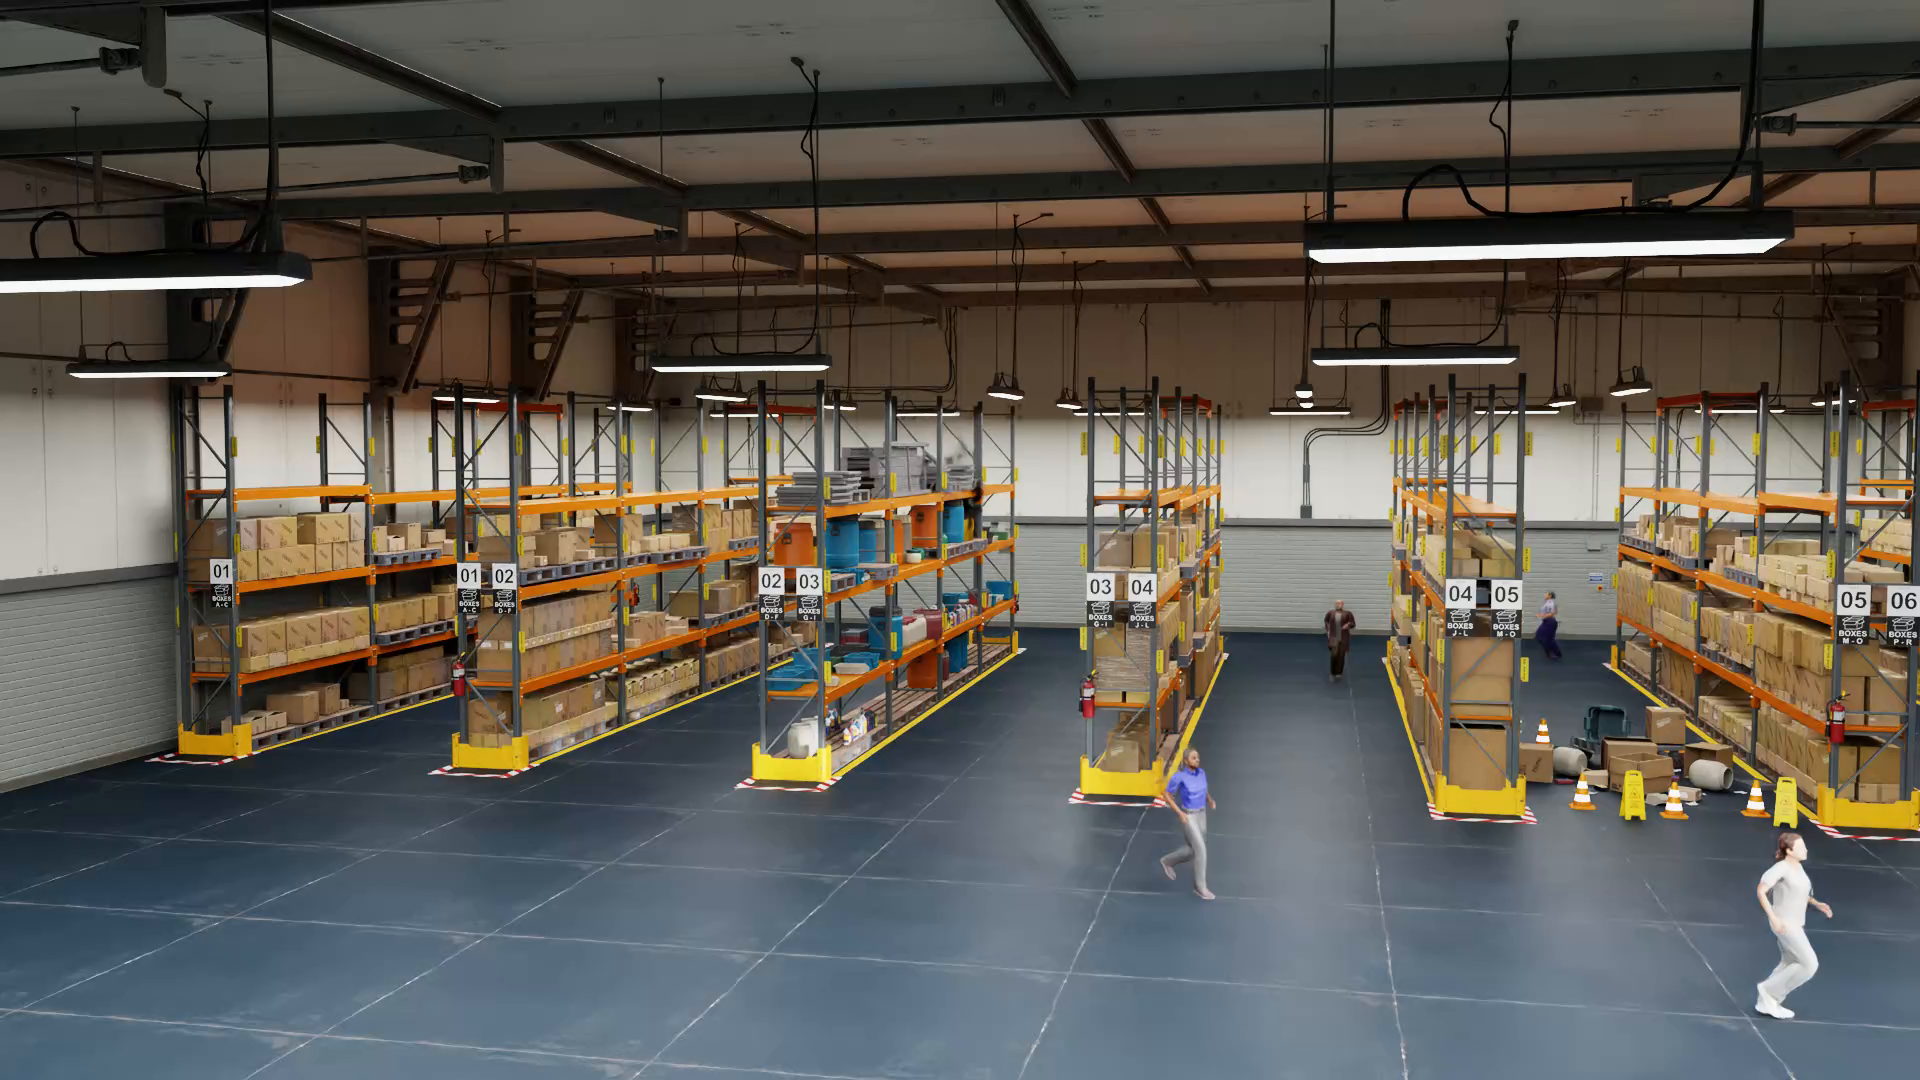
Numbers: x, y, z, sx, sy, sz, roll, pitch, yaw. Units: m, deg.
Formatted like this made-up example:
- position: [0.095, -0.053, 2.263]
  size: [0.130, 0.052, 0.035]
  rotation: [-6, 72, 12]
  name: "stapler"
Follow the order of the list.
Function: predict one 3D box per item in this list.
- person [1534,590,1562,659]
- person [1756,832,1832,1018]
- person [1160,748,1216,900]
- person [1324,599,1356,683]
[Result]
- position: [13.849, 2.004, 39.165]
  size: [0.659, 1.647, 0.578]
  rotation: [1, 3, 11]
  name: "person"
- position: [7.268, 3.365, 14.501]
  size: [0.568, 1.637, 0.573]
  rotation: [3, 4, 42]
  name: "person"
- position: [2.576, 3.147, 18.659]
  size: [0.574, 1.658, 0.773]
  rotation: [-3, 4, -41]
  name: "person"
- position: [8.078, 2.153, 35.397]
  size: [0.670, 1.818, 0.784]
  rotation: [1, 3, 15]
  name: "person"
